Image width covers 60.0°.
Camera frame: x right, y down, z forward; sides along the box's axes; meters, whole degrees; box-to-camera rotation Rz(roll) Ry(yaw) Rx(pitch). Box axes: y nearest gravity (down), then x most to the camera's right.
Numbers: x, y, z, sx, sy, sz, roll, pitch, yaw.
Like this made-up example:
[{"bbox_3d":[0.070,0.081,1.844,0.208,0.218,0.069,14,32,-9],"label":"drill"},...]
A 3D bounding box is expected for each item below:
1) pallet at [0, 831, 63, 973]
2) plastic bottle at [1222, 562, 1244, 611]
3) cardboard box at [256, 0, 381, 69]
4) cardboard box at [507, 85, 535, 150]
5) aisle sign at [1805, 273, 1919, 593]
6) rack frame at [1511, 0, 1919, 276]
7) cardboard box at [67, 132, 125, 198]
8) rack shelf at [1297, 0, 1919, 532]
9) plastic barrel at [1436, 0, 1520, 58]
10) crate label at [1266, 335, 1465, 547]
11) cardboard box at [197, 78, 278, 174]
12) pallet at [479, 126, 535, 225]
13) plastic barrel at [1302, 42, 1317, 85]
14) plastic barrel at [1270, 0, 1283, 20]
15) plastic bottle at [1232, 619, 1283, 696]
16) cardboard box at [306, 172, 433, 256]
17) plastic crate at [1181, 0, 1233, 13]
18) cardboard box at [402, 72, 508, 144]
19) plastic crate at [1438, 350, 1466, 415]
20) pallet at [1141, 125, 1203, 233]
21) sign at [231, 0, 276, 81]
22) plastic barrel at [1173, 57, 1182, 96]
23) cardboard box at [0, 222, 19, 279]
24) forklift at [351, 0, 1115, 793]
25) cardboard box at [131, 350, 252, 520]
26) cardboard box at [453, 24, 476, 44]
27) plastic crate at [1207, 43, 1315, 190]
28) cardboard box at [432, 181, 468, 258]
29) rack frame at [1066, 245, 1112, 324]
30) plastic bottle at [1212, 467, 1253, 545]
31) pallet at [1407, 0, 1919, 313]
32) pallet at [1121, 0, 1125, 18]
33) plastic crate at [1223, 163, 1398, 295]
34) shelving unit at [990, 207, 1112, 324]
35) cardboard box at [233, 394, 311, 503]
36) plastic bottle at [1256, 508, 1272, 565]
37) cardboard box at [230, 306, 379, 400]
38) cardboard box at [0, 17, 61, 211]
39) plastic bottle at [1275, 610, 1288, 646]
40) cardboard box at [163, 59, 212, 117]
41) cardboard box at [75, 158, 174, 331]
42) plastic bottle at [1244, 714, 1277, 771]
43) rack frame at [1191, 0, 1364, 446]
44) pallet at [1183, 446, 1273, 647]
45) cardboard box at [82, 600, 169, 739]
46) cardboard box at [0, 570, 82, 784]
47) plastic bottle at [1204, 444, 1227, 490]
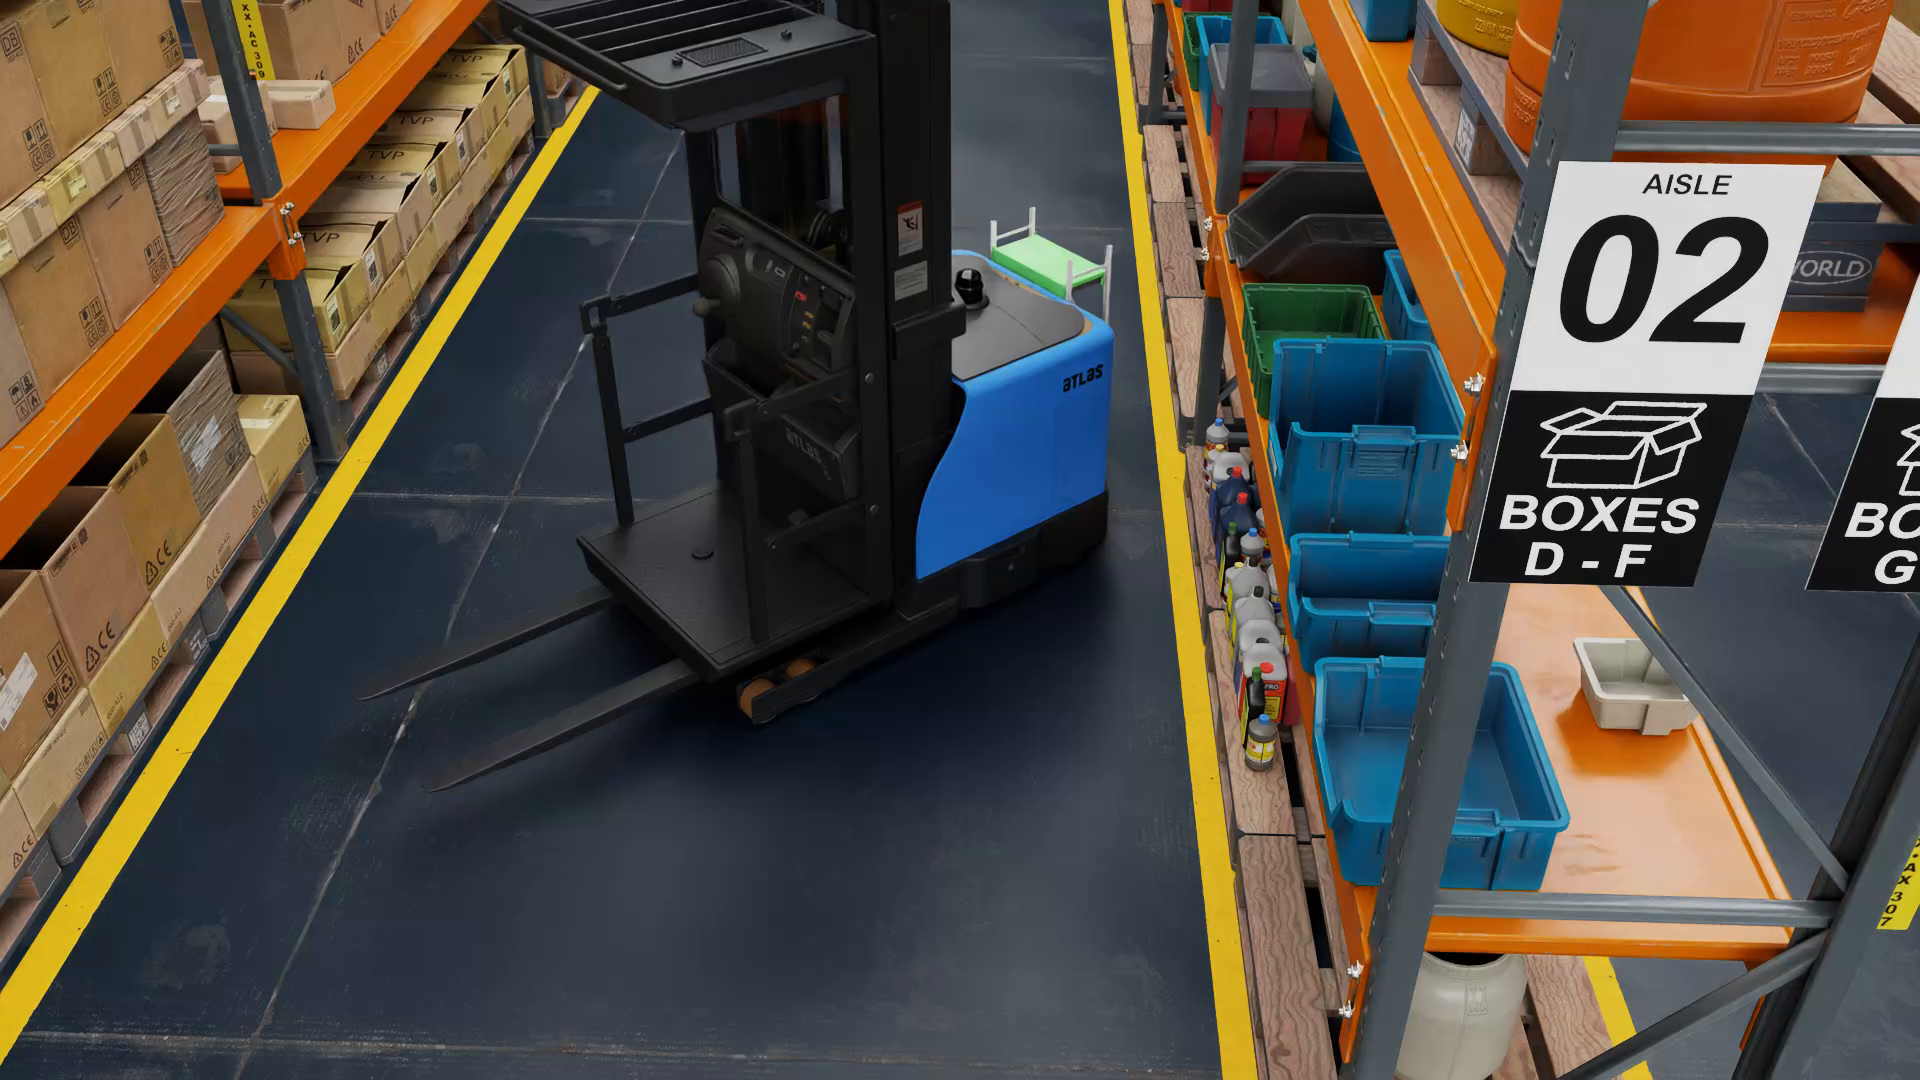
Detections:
[{"bbox_3d":[-3.560,1.370,5.117,1.003,0.211,1.213,1,35,2],"label":"pallet"},{"bbox_3d":[1.072,0.177,6.440,0.097,0.201,0.097,0,35,0],"label":"plastic bottle"},{"bbox_3d":[-3.299,-2.701,8.398,0.500,0.500,0.500,1,35,2],"label":"cardboard box"},{"bbox_3d":[-3.005,-2.666,10.461,0.500,0.250,0.500,2,35,3],"label":"cardboard box"},{"bbox_3d":[1.691,-0.230,2.707,0.394,0.787,0.004,1,35,2],"label":"aisle sign"},{"bbox_3d":[1.401,-1.669,1.798,1.000,3.000,0.127,1,35,2],"label":"rack frame"},{"bbox_3d":[-3.214,-1.331,5.884,0.380,0.149,0.250,1,35,2],"label":"cardboard box"},{"bbox_3d":[1.481,-1.296,4.503,1.077,0.370,4.000,1,35,2],"label":"rack shelf"},{"bbox_3d":[1.320,-1.348,3.422,0.600,0.588,0.600,0,35,0],"label":"plastic barrel"},{"bbox_3d":[1.204,-0.292,5.027,0.502,0.435,0.616,1,35,2],"label":"crate label"},{"bbox_3d":[-3.412,-1.851,7.406,0.500,0.250,0.500,3,35,5],"label":"cardboard box"},{"bbox_3d":[-3.299,-2.314,10.359,1.003,0.211,1.213,1,35,2],"label":"pallet"},{"bbox_3d":[1.768,-2.213,7.910,0.301,0.262,0.301,0,35,0],"label":"plastic barrel"},{"bbox_3d":[1.877,-3.018,8.839,0.421,0.512,0.421,0,35,0],"label":"plastic barrel"},{"bbox_3d":[1.080,0.431,6.014,0.152,0.276,0.135,0,35,1],"label":"plastic bottle"},{"bbox_3d":[-3.077,-1.722,8.630,0.500,0.311,0.500,0,35,0],"label":"cardboard box"},{"bbox_3d":[1.351,-2.915,8.734,0.402,0.464,0.583,1,35,2],"label":"plastic crate"},{"bbox_3d":[-3.016,-2.598,9.876,0.500,0.311,0.500,1,35,1],"label":"cardboard box"},{"bbox_3d":[1.749,-0.466,5.533,0.530,0.136,0.437,1,35,2],"label":"plastic crate"},{"bbox_3d":[1.652,-2.226,10.233,1.003,0.211,1.213,1,35,2],"label":"pallet"},{"bbox_3d":[-2.833,-2.004,6.670,0.100,0.325,0.005,1,35,2],"label":"sign"},{"bbox_3d":[1.725,-3.376,10.967,0.600,0.830,0.708,1,35,2],"label":"plastic barrel"},{"bbox_3d":[-3.245,-0.892,5.259,0.380,0.149,0.250,2,35,3],"label":"cardboard box"},{"bbox_3d":[-0.835,-0.854,5.916,3.031,2.935,1.130,-25,42,-31],"label":"forklift"},{"bbox_3d":[-3.220,-0.424,6.619,0.500,0.500,0.500,1,35,2],"label":"cardboard box"},{"bbox_3d":[-3.424,-3.627,11.594,0.500,0.500,0.500,3,35,4],"label":"cardboard box"},{"bbox_3d":[1.275,-1.824,7.181,0.402,0.464,0.583,1,35,2],"label":"plastic crate"},{"bbox_3d":[-3.063,-1.785,9.208,0.500,0.250,0.500,2,35,3],"label":"cardboard box"},{"bbox_3d":[0.534,-0.690,7.189,0.240,1.200,0.015,-25,42,-31],"label":"rack frame"},{"bbox_3d":[1.114,-0.154,6.782,0.144,0.351,0.185,2,35,3],"label":"plastic bottle"},{"bbox_3d":[1.532,-0.837,3.388,1.003,0.211,1.213,1,35,2],"label":"pallet"},{"bbox_3d":[1.810,-4.525,13.506,1.003,0.211,1.213,1,35,2],"label":"pallet"},{"bbox_3d":[1.413,-1.189,6.387,0.767,0.338,0.504,1,35,2],"label":"plastic crate"},{"bbox_3d":[0.382,-0.800,7.344,0.258,1.200,0.503,-25,42,-31],"label":"shelving unit"},{"bbox_3d":[-3.188,-0.404,7.243,0.500,0.250,0.500,1,35,2],"label":"cardboard box"},{"bbox_3d":[1.229,-0.036,6.683,0.097,0.271,0.097,0,35,0],"label":"plastic bottle"},{"bbox_3d":[-3.124,-0.902,7.951,0.500,0.250,0.500,1,35,1],"label":"cardboard box"},{"bbox_3d":[-3.439,-1.368,5.372,0.700,0.500,0.500,1,35,2],"label":"cardboard box"},{"bbox_3d":[1.205,0.344,6.203,0.097,0.201,0.097,0,35,0],"label":"plastic bottle"},{"bbox_3d":[-3.185,-1.774,6.515,0.380,0.149,0.250,1,35,2],"label":"cardboard box"},{"bbox_3d":[-3.414,-1.112,6.136,0.700,0.500,0.500,1,35,1],"label":"cardboard box"},{"bbox_3d":[1.037,0.685,5.717,0.097,0.201,0.097,0,35,0],"label":"plastic bottle"},{"bbox_3d":[1.561,-1.512,6.793,1.000,3.000,0.127,1,35,2],"label":"rack frame"},{"bbox_3d":[1.493,0.013,7.047,1.003,0.211,1.213,1,35,2],"label":"pallet"},{"bbox_3d":[-3.243,0.458,6.016,0.500,0.250,0.500,1,35,2],"label":"cardboard box"},{"bbox_3d":[-3.279,0.438,5.392,0.500,0.500,0.500,1,35,2],"label":"cardboard box"},{"bbox_3d":[1.107,-0.316,7.142,0.097,0.201,0.097,0,35,0],"label":"plastic bottle"}]
